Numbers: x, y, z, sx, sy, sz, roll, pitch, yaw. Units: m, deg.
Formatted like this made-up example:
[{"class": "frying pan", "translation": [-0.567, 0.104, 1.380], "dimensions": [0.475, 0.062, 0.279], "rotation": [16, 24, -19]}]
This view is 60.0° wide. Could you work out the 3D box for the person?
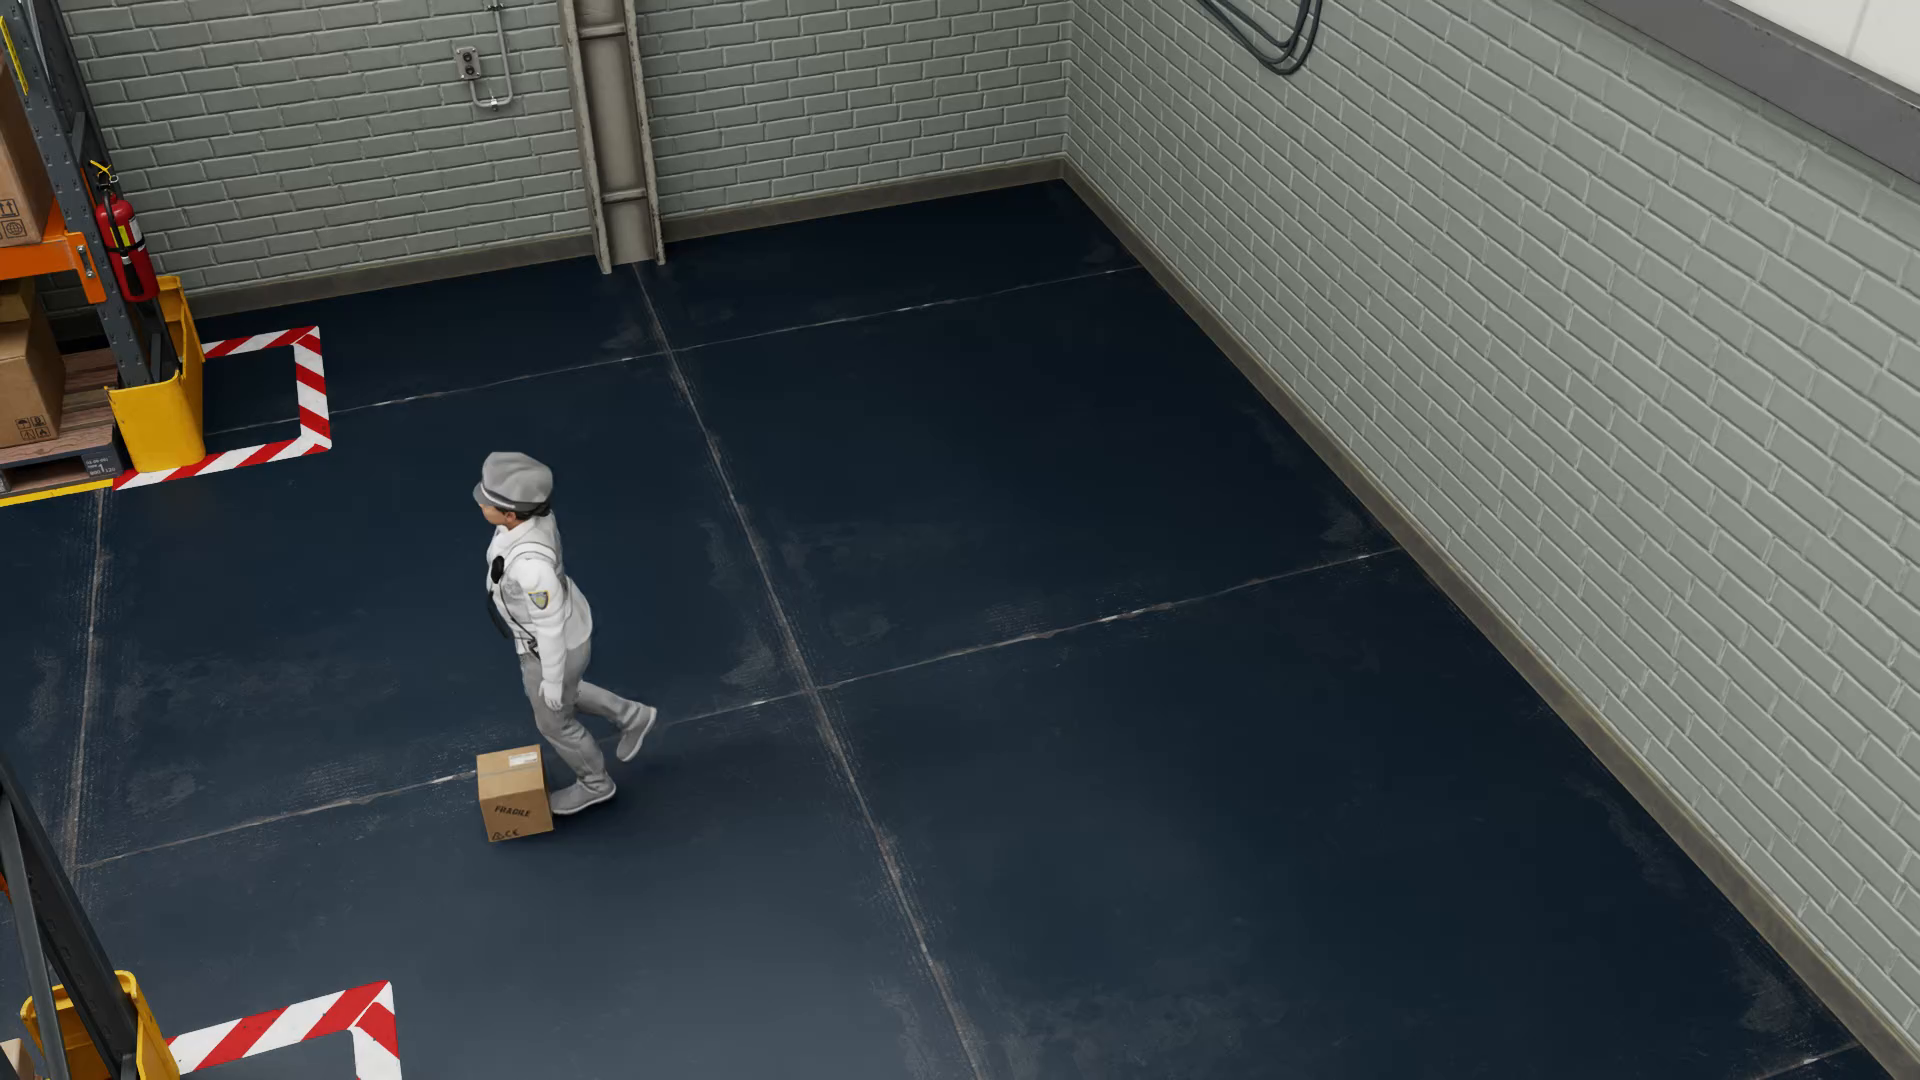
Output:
[{"class": "person", "translation": [-1.466, 0.354, 6.290], "dimensions": [0.530, 1.678, 0.519], "rotation": [-8, 39, -10]}]
